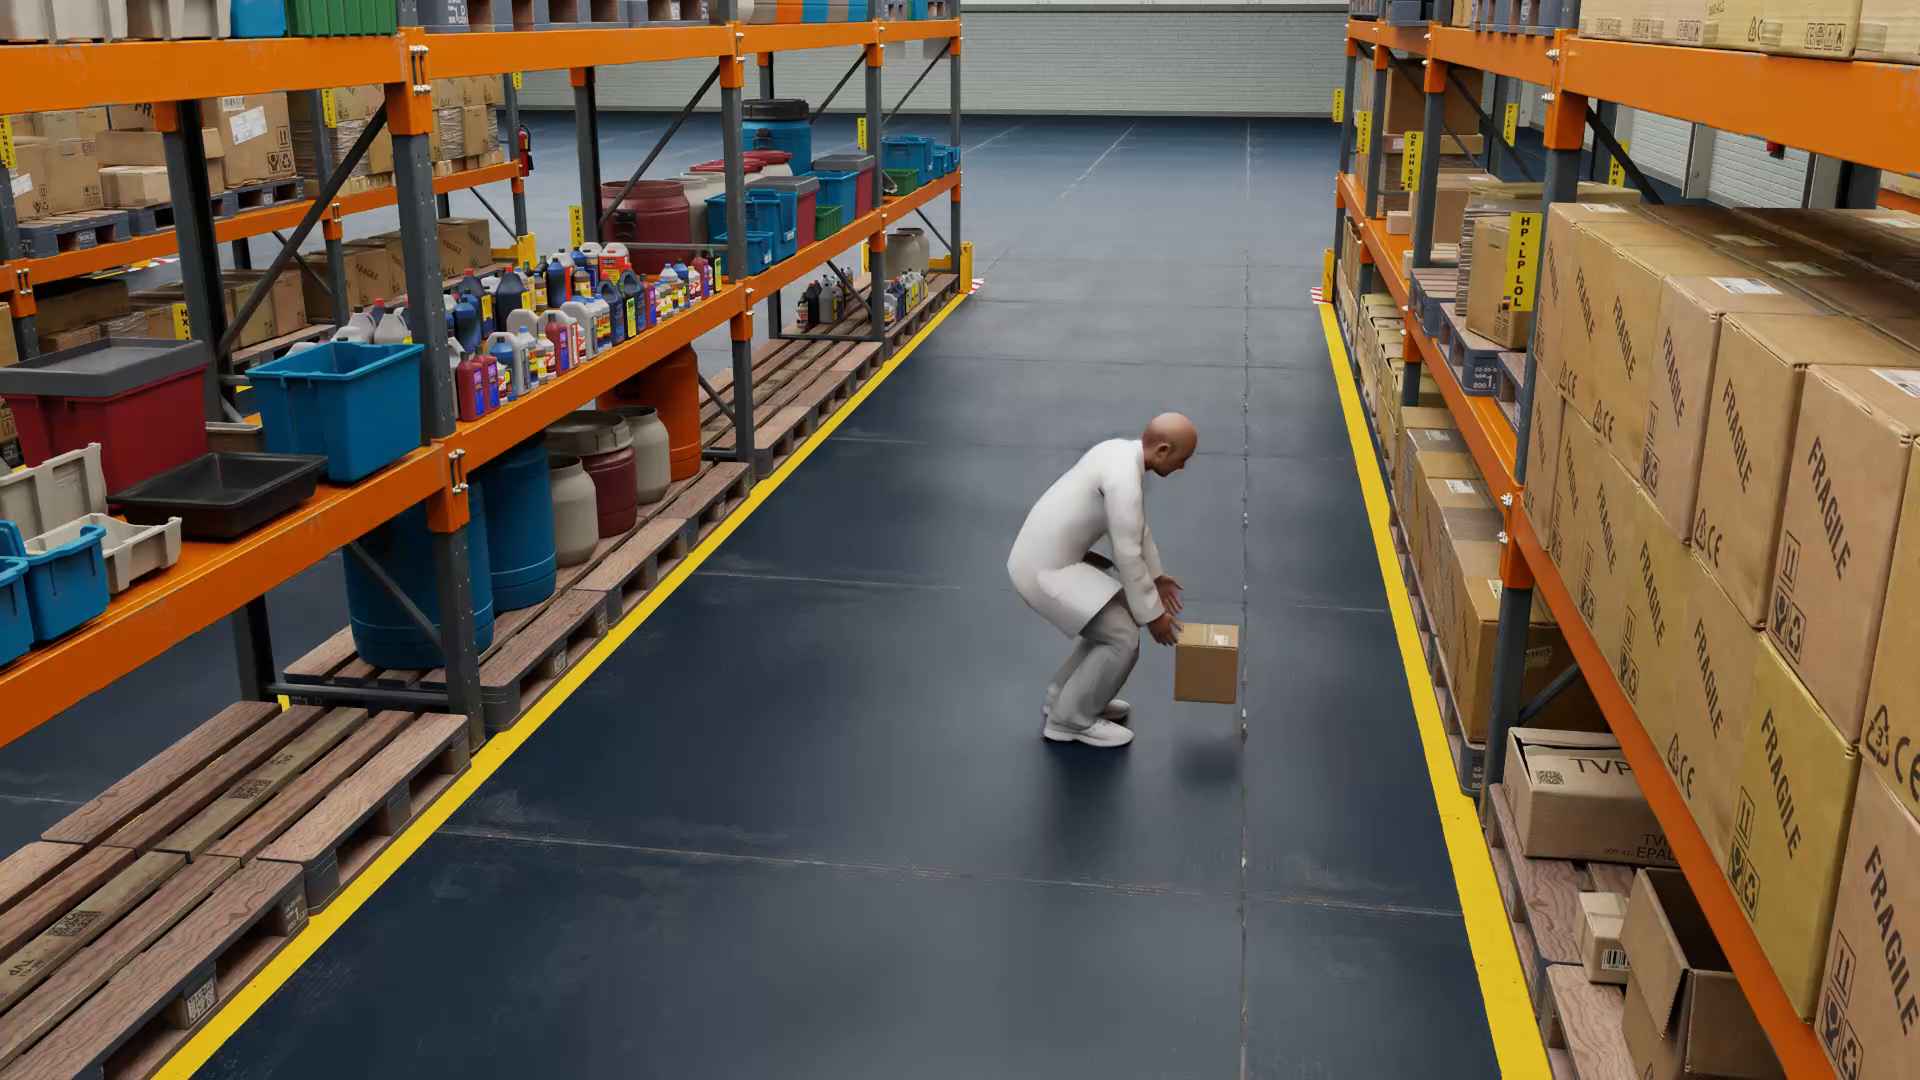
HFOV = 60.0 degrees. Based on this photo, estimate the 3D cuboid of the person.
[{"bbox_3d":[0.573,0.135,6.839,0.750,1.365,0.631,3,18,9],"label":"person"}]
